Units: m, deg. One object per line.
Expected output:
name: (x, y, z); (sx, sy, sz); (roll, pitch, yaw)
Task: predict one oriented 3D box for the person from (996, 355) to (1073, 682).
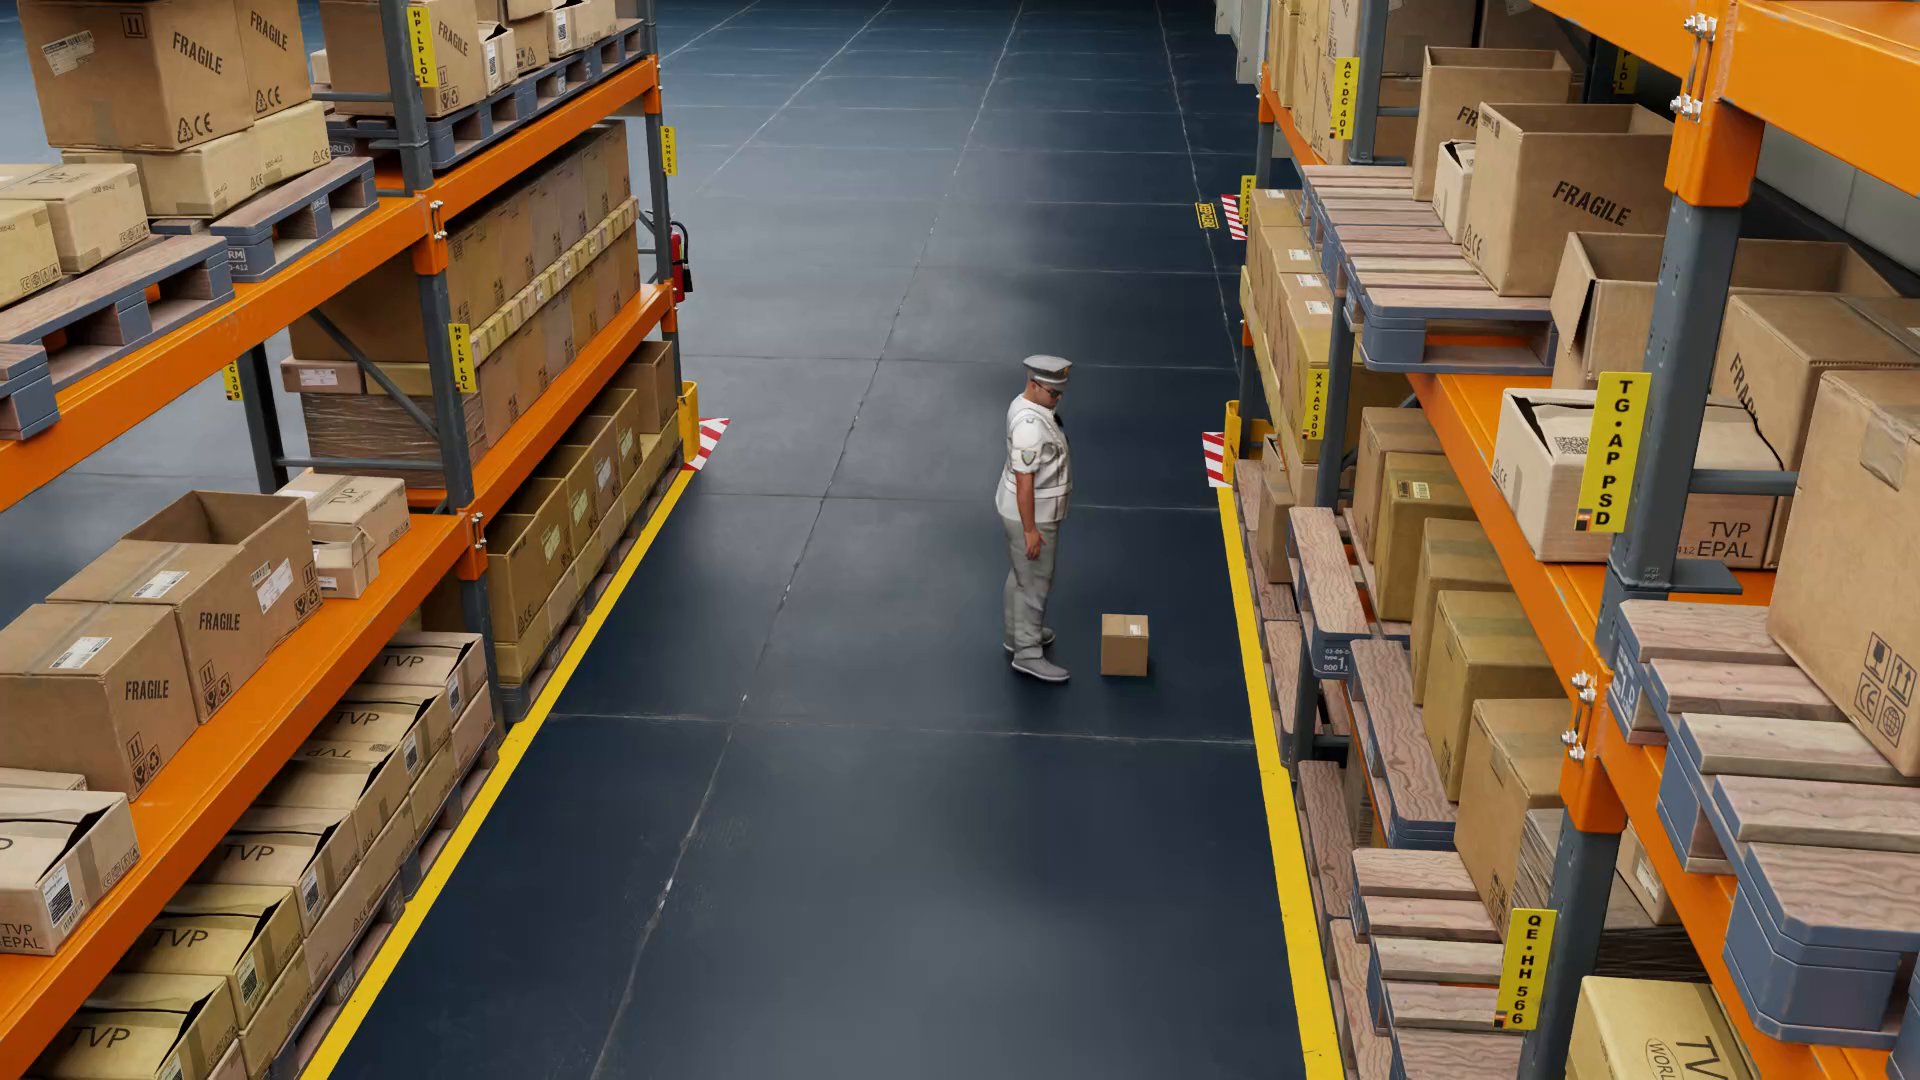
person: (0.393, -0.142, 8.881); (0.400, 1.758, 0.610); (-1, 24, -3)
